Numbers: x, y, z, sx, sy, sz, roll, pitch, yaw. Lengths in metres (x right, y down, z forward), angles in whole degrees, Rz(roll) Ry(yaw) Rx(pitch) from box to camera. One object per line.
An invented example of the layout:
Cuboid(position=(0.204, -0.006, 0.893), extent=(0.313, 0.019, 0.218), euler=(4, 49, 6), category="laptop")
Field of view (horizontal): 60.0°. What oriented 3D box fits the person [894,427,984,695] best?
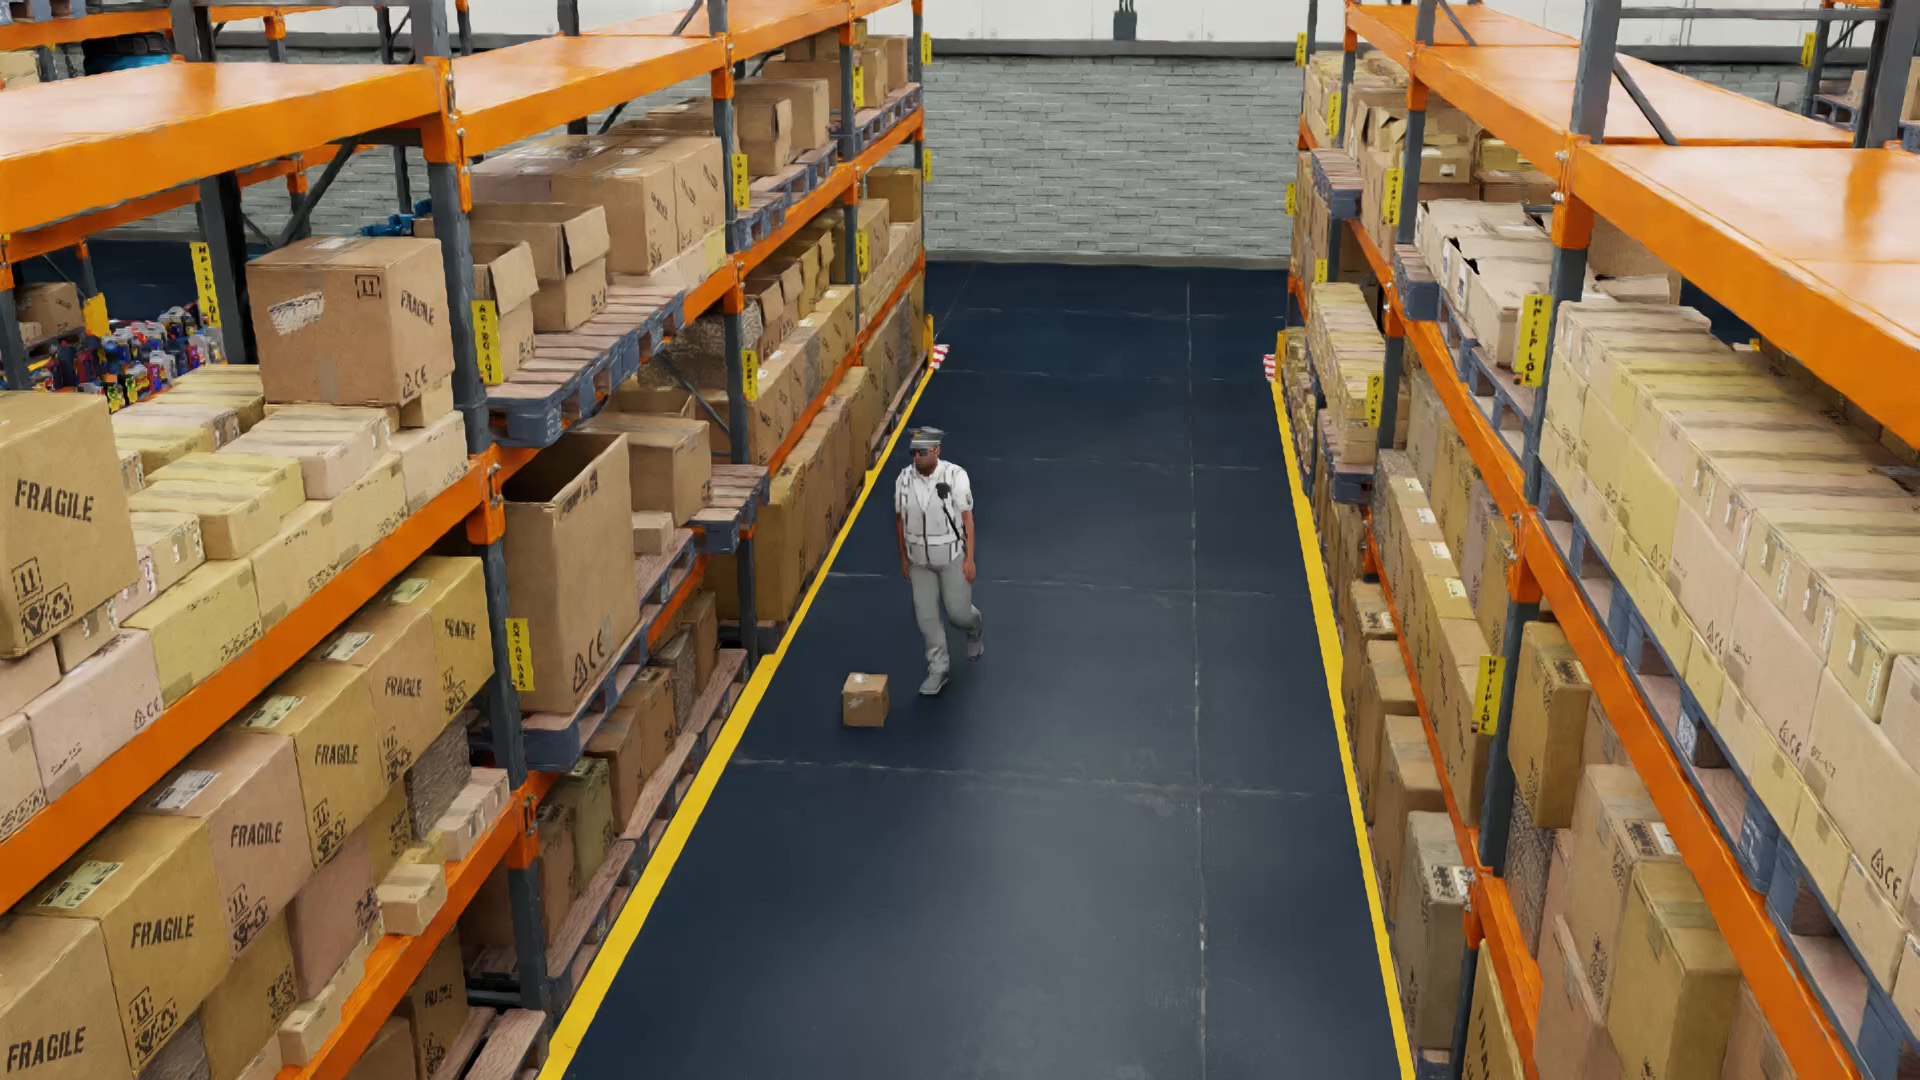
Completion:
Cuboid(position=(-0.148, 0.080, 10.832), extent=(0.571, 1.751, 0.725), euler=(7, 22, 17), category="person")
